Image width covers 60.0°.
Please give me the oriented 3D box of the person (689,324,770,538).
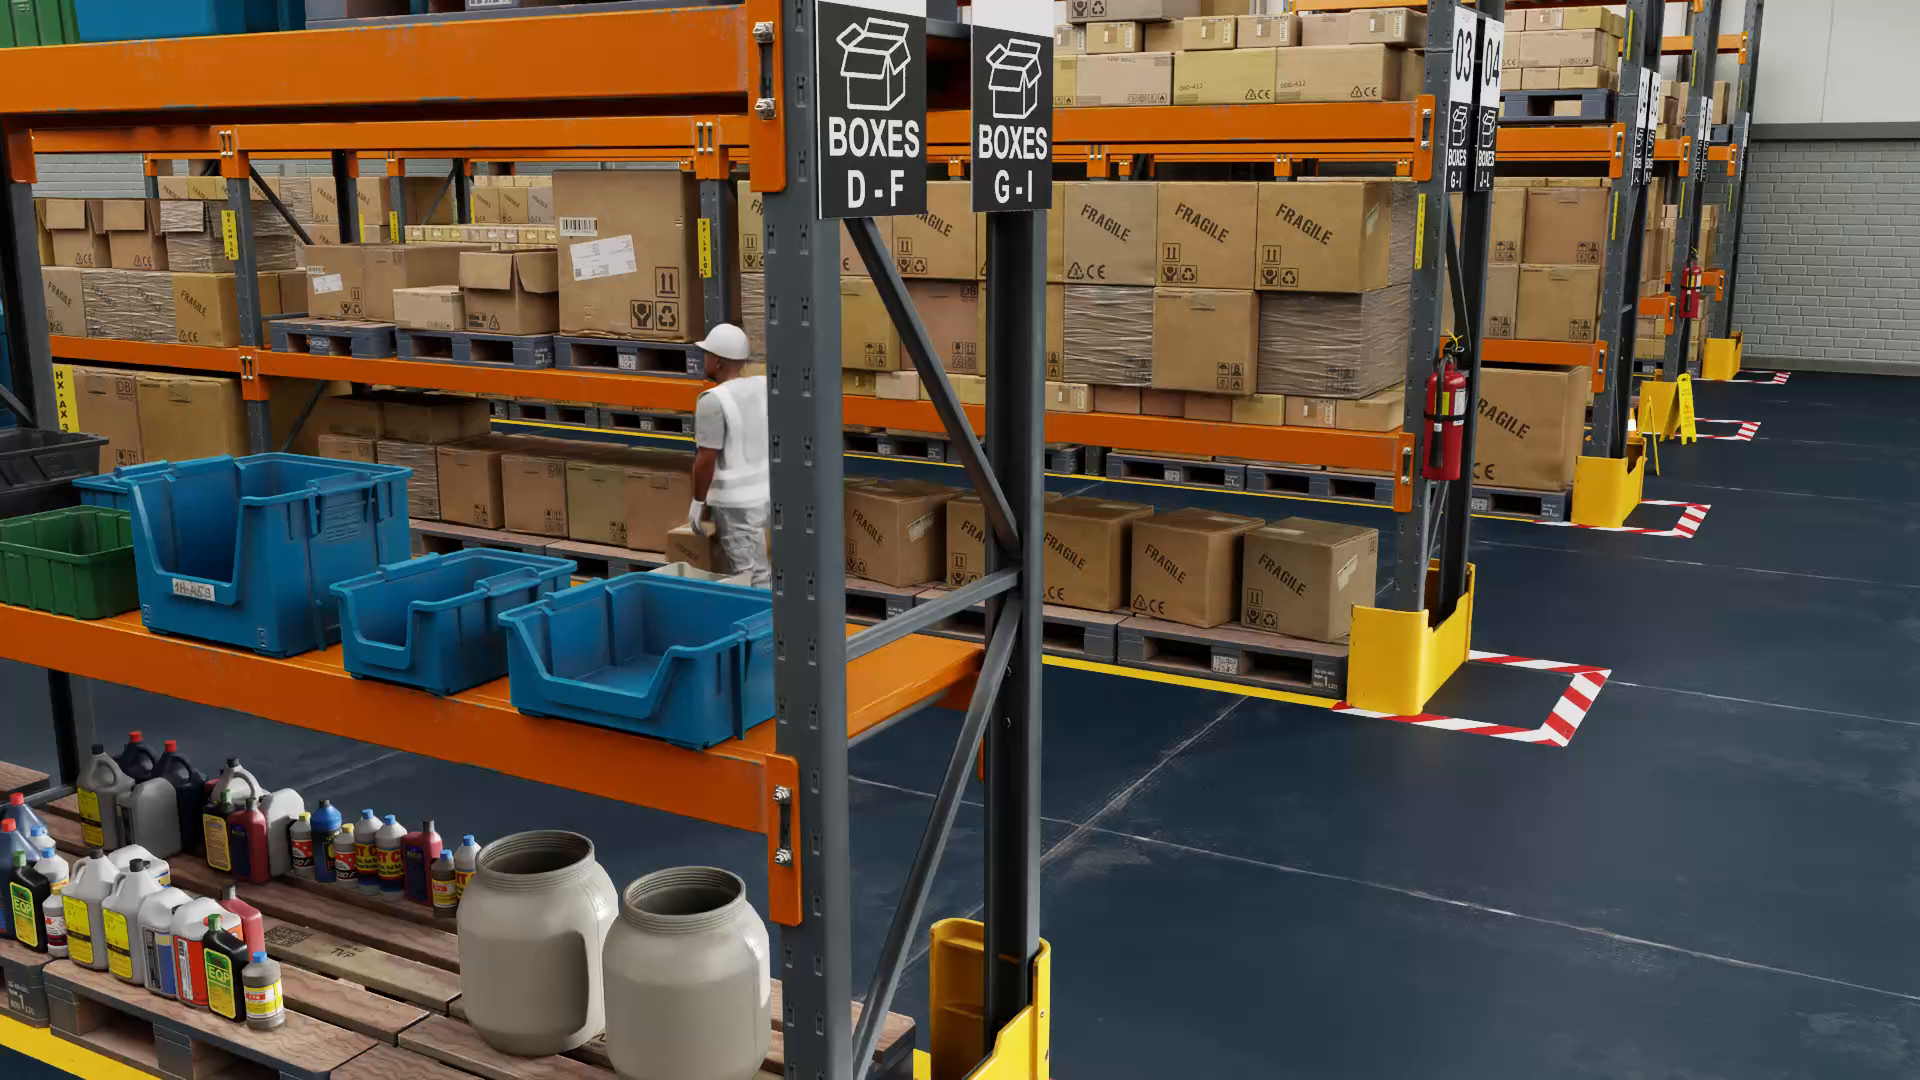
[{"bbox_3d":[-1.185,-0.203,8.307,0.882,1.750,0.553,7,14,28],"label":"person"}]
